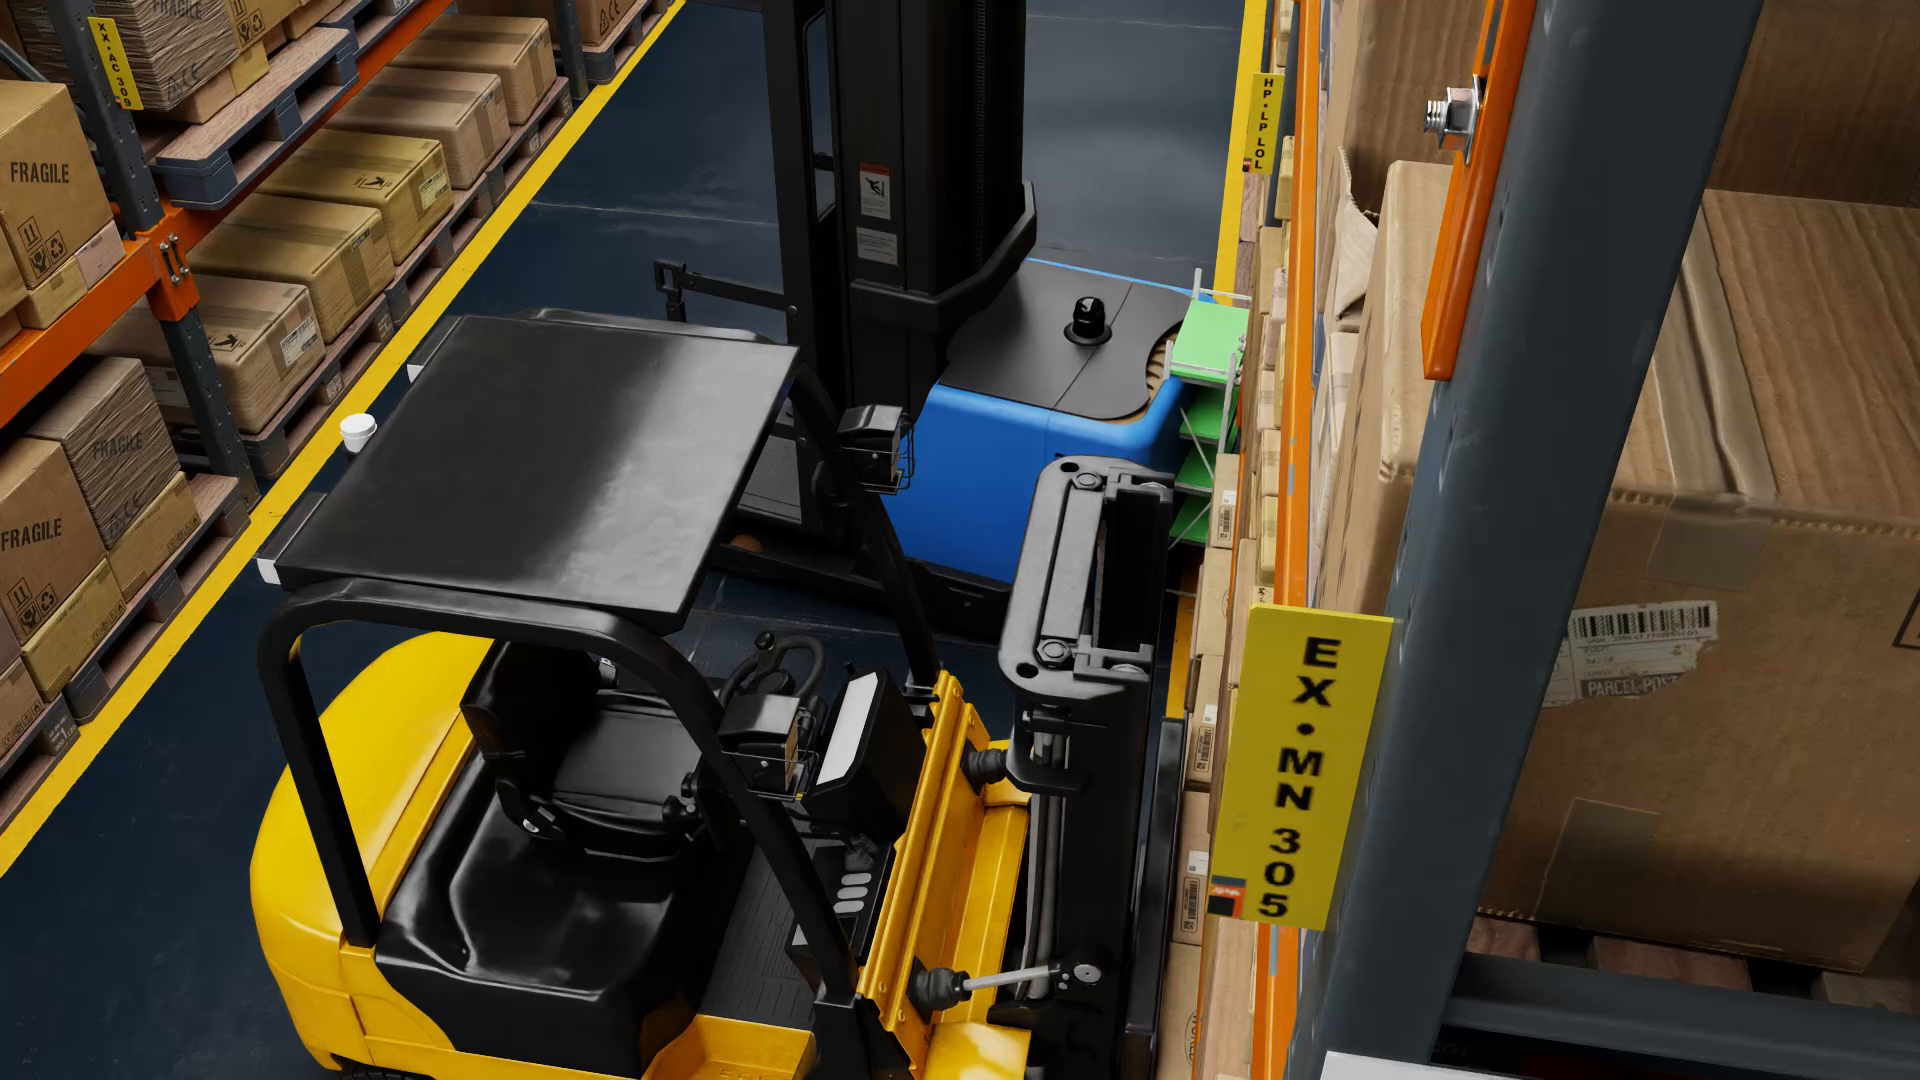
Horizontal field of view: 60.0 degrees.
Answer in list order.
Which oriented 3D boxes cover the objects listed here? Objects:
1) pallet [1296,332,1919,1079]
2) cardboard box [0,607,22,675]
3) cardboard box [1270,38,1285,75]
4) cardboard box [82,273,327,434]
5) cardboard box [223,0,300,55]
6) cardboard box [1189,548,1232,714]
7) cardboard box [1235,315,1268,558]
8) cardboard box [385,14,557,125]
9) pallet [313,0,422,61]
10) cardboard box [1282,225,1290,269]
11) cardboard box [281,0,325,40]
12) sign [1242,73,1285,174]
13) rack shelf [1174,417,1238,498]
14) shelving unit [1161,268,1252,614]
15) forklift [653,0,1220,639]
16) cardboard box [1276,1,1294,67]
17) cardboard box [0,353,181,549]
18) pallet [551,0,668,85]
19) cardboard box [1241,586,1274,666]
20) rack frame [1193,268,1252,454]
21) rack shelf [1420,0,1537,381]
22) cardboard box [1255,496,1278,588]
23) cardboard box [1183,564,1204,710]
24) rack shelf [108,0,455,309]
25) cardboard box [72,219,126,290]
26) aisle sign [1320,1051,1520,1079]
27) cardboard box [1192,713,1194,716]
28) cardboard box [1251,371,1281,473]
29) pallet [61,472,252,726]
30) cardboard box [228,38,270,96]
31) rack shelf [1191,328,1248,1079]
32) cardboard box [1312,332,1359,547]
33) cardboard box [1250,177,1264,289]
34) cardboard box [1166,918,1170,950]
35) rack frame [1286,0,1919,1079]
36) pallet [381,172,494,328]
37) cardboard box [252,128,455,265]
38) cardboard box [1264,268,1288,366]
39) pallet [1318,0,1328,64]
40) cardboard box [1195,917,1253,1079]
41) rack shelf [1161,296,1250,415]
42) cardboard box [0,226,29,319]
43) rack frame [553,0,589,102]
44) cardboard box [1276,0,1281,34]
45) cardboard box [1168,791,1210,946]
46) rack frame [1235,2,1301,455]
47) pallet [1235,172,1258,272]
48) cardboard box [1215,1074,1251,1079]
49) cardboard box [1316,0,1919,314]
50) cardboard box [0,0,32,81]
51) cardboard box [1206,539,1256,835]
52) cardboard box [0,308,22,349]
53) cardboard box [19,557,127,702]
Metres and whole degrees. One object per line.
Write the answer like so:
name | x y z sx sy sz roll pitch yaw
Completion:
pallet | 0.922 0.146 1.935 1.003 0.211 1.213 6 40 8
cardboard box | -3.435 0.303 5.269 0.500 0.500 0.500 8 40 10
cardboard box | 1.381 -1.597 6.052 0.500 0.250 0.500 5 40 7
cardboard box | -3.335 -0.825 7.127 0.950 0.372 0.625 7 40 8
cardboard box | -2.973 -2.239 6.462 0.500 0.500 0.500 7 40 8
cardboard box | 0.975 0.300 5.077 0.500 0.250 0.500 6 40 8
cardboard box | 1.059 -0.262 4.634 0.500 0.500 0.500 7 40 8
cardboard box | -2.839 -2.653 9.337 0.950 0.372 0.625 4 40 5
pallet | -3.033 -2.536 7.614 1.003 0.211 1.213 6 40 8
cardboard box | 1.109 -0.756 4.723 0.380 0.149 0.250 7 40 9
cardboard box | -2.905 -2.223 6.952 0.380 0.149 0.250 7 40 8
sign | 0.930 -1.271 5.087 0.100 0.325 0.005 6 40 8
rack shelf | 0.889 -0.298 6.228 0.258 0.148 0.480 12 42 13
shelving unit | 0.890 -0.346 6.187 0.258 1.200 0.503 12 42 13
forklift | -0.579 -1.279 5.997 3.031 2.935 1.130 14 42 17
cardboard box | 1.343 -1.821 6.010 0.380 0.149 0.250 5 40 6
cardboard box | -3.261 -0.337 6.043 0.500 0.500 0.500 6 40 7
pallet | -2.520 -3.269 10.538 1.003 0.211 1.213 6 40 8
cardboard box | 0.751 0.245 3.278 0.380 0.149 0.250 7 40 9
rack frame | 0.964 -0.497 6.363 0.240 1.200 0.015 12 42 13
rack shelf | 1.120 -1.427 2.293 1.077 0.370 4.000 6 40 8
cardboard box | 0.865 0.049 3.749 0.380 0.149 0.250 6 40 7
cardboard box | 1.057 0.363 5.785 0.500 0.250 0.500 7 40 8
rack shelf | -3.077 -2.325 7.772 1.077 0.370 4.000 6 40 8
cardboard box | -3.178 -1.015 5.820 0.380 0.149 0.250 6 40 7
aisle sign | 0.474 0.716 1.490 0.394 0.787 0.004 6 40 8
cardboard box | 0.993 0.489 5.240 0.500 0.250 0.500 6 40 7
cardboard box | 0.929 -0.279 4.146 0.380 0.149 0.250 6 40 7
pallet | -3.505 0.153 6.399 1.003 0.211 1.213 6 40 8
cardboard box | -2.964 -1.879 6.537 0.380 0.149 0.250 7 40 9
rack shelf | 1.120 0.731 4.077 1.077 0.370 4.000 6 40 8
cardboard box | 0.618 -0.104 1.957 0.380 0.149 0.250 5 40 6
cardboard box | 1.296 -1.089 5.831 0.500 0.250 0.500 7 40 9
cardboard box | 0.807 1.120 4.477 0.500 0.250 0.500 6 40 8
rack frame | 0.774 -0.603 0.418 1.000 3.000 0.127 6 40 8
pallet | -3.081 -1.529 8.433 1.003 0.211 1.213 6 40 8
cardboard box | -3.095 -1.713 8.201 0.950 0.372 0.625 8 40 9
cardboard box | 0.982 -0.552 4.243 0.380 0.149 0.250 7 40 9
pallet | 1.344 -1.385 3.787 1.003 0.211 1.213 6 40 8
cardboard box | 0.700 1.008 3.099 0.500 0.500 0.500 8 40 9
rack shelf | 0.891 -0.661 5.915 0.258 0.148 0.480 12 42 13
cardboard box | -3.337 -0.870 5.136 0.500 0.500 0.500 8 40 9
rack frame | -2.731 -3.857 9.061 1.000 3.000 0.127 6 40 8
cardboard box | 1.667 -2.364 7.372 0.500 0.250 0.500 5 40 6
cardboard box | 0.802 0.942 4.301 0.500 0.250 0.500 6 40 7
rack frame | 1.466 -0.802 5.366 1.000 3.000 0.127 6 40 8
pallet | 1.978 -1.725 8.671 1.003 0.211 1.213 6 40 8
cardboard box | 0.573 1.008 2.589 0.380 0.149 0.250 7 40 8
cardboard box | 0.886 -0.623 2.309 0.700 0.500 0.500 7 40 8
cardboard box | -3.569 -1.977 6.146 0.500 0.500 0.500 6 40 7
cardboard box | 0.864 0.369 3.871 0.500 0.500 0.500 7 40 8
cardboard box | -3.337 -0.702 5.442 0.380 0.149 0.250 7 40 8
cardboard box | -3.343 0.287 5.877 0.500 0.250 0.500 5 40 6
